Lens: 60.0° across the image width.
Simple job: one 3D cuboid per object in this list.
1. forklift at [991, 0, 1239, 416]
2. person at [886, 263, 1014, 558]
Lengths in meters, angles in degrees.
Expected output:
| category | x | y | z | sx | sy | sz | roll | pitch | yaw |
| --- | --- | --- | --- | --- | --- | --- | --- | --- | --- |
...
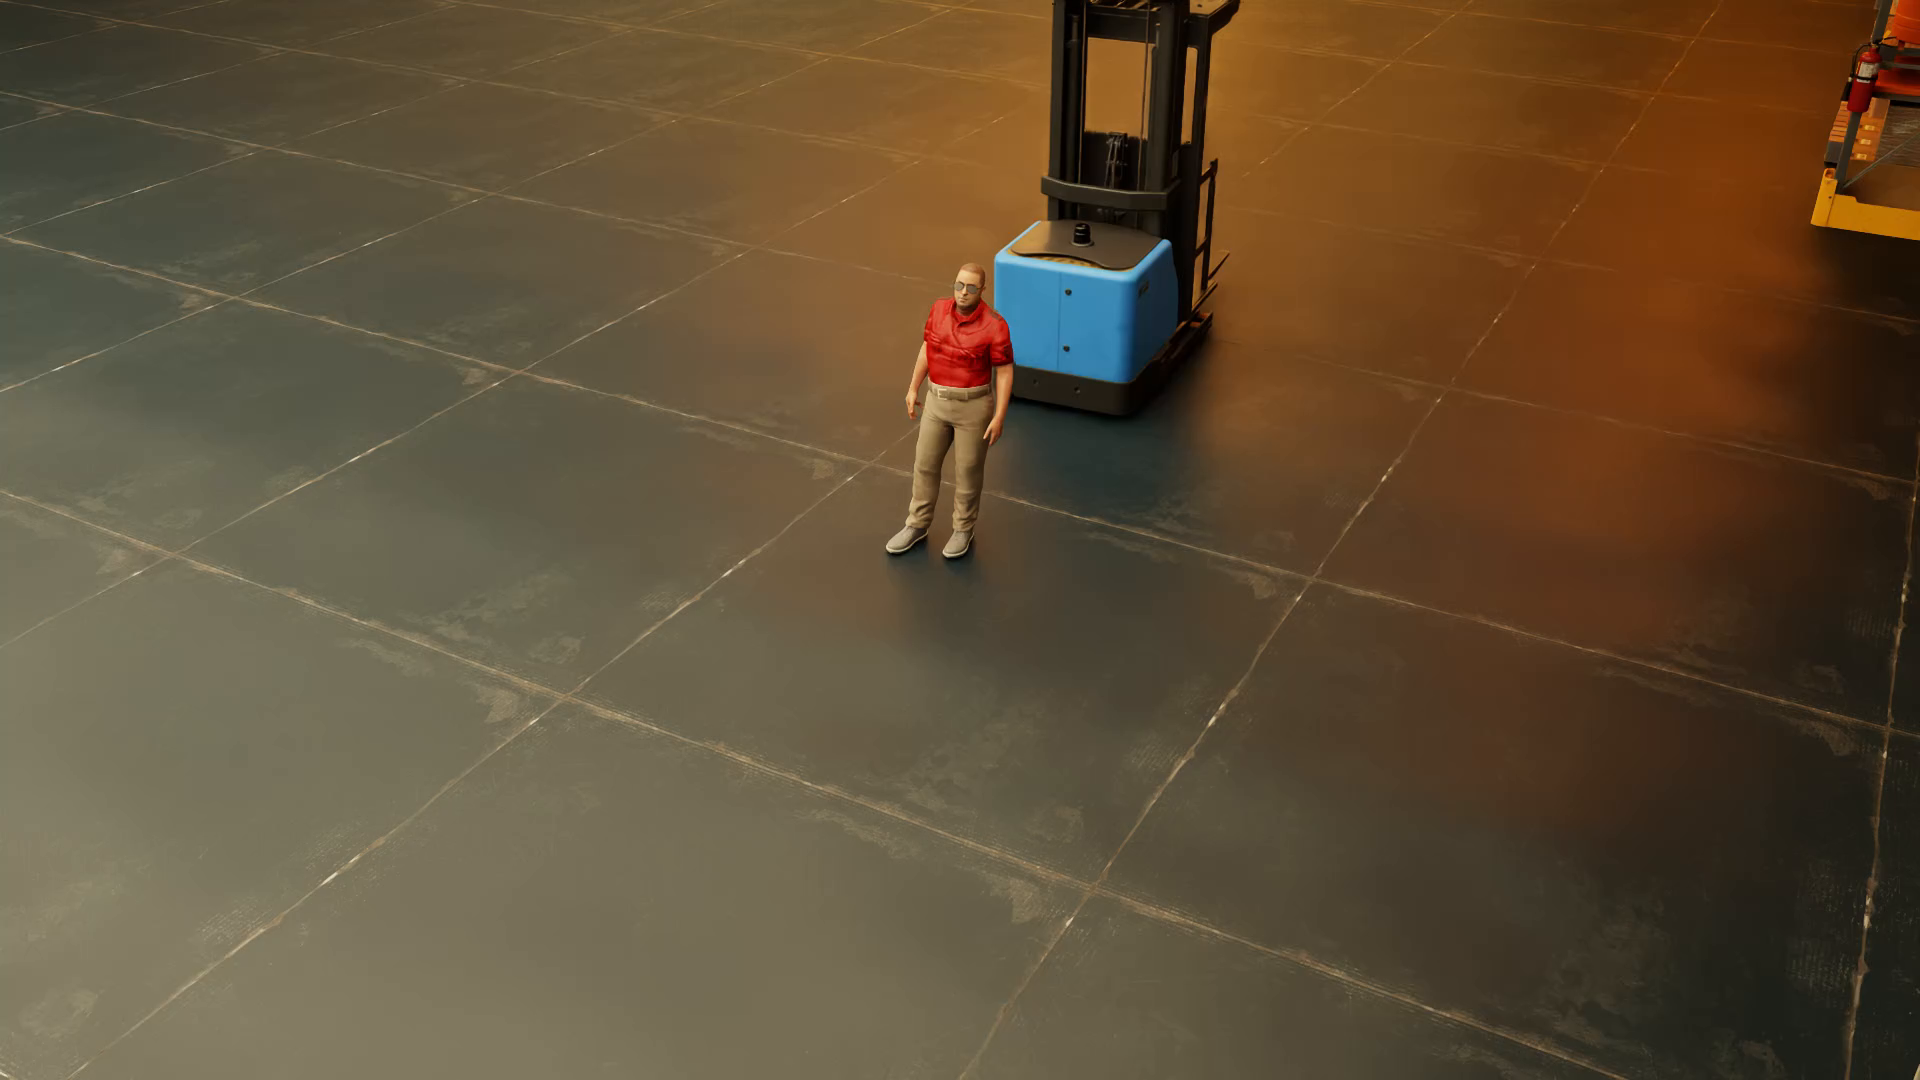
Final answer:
| category | x | y | z | sx | sy | sz | roll | pitch | yaw |
| --- | --- | --- | --- | --- | --- | --- | --- | --- | --- |
| forklift | 1.285 | -2.833 | 11.980 | 1.130 | 2.935 | 3.031 | 13 | 32 | 21 |
| person | -0.054 | -0.719 | 9.504 | 0.640 | 1.727 | 0.551 | 15 | 33 | 25 |
